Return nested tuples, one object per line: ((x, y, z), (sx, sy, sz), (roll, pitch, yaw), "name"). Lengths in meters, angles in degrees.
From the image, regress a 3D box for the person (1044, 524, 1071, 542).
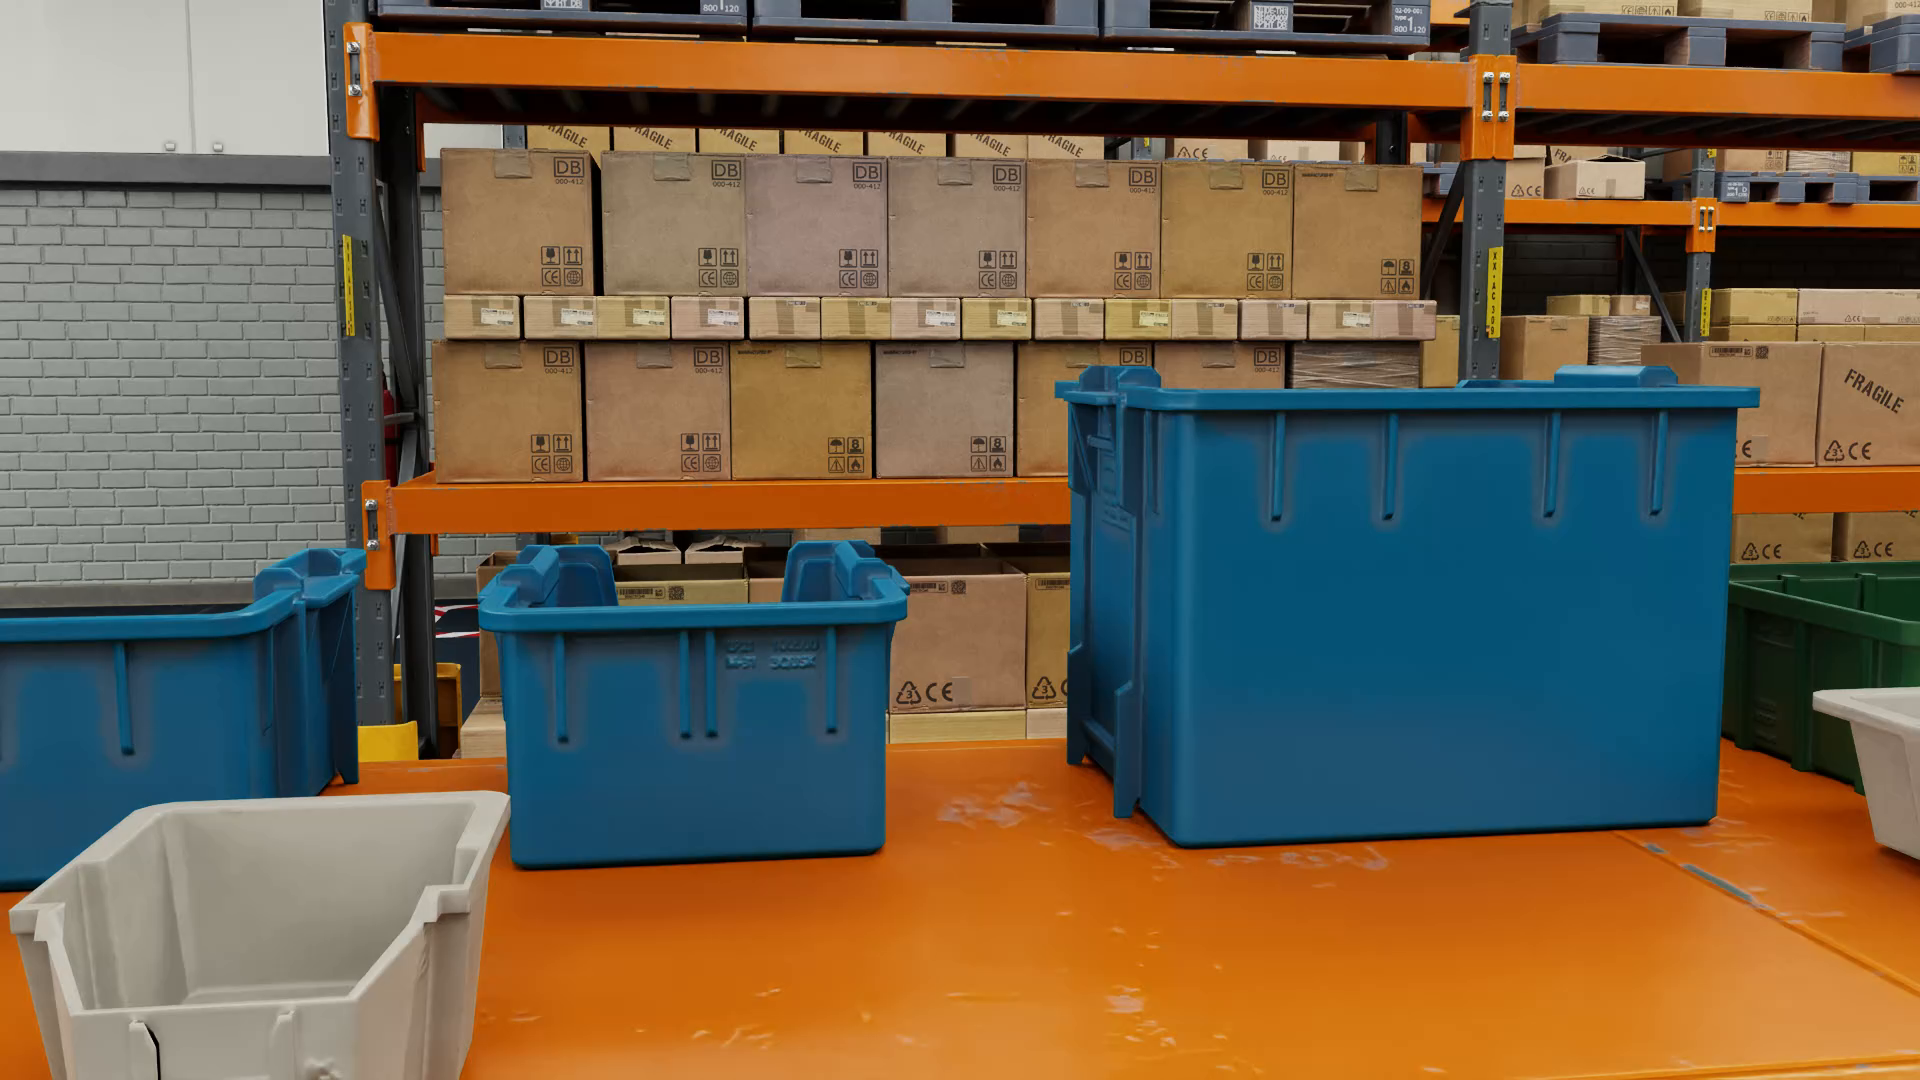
((0.602, 0.022, 8.139), (0.416, 1.650, 0.654), (-1, 6, -9), "person")
